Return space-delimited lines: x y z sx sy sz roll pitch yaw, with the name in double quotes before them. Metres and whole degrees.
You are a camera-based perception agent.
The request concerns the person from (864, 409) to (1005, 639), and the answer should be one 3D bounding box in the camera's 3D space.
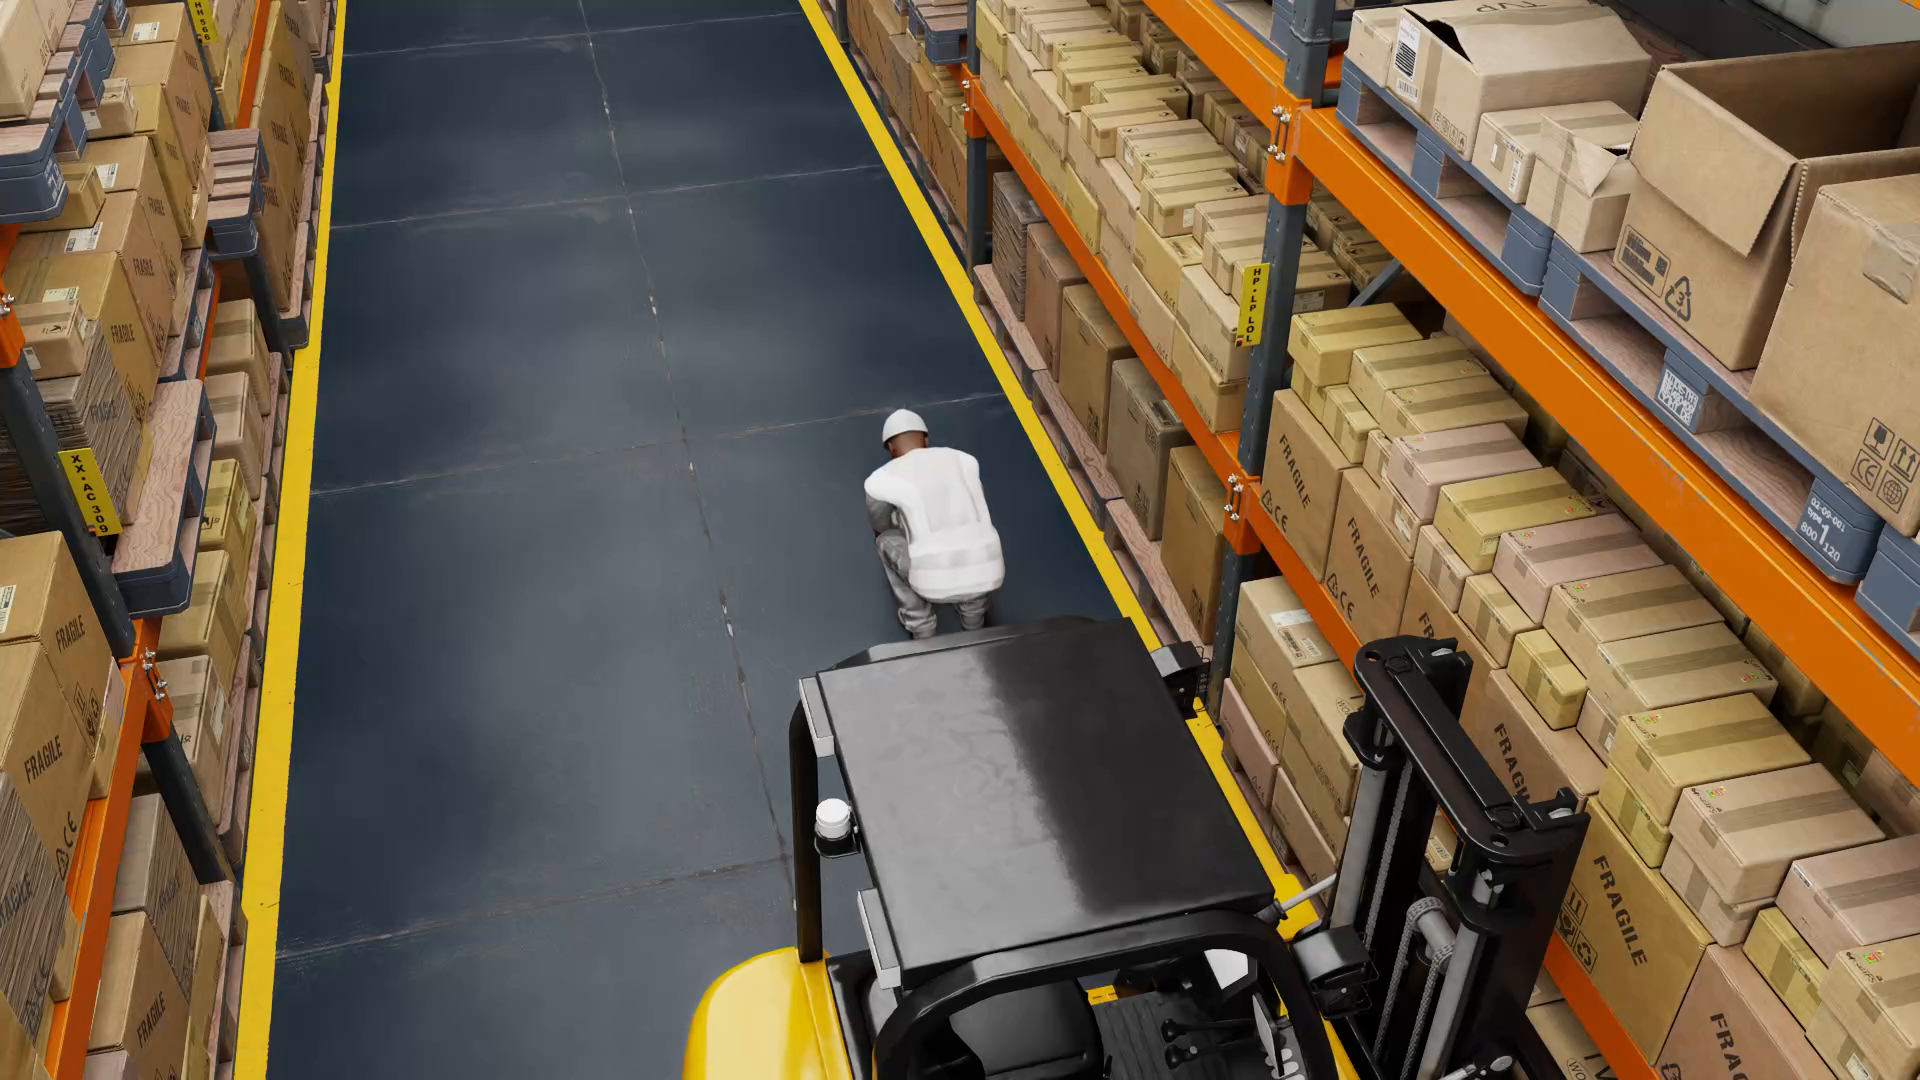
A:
"person" -0.128 -0.022 7.520 0.569 0.885 0.913 -9 39 -12
